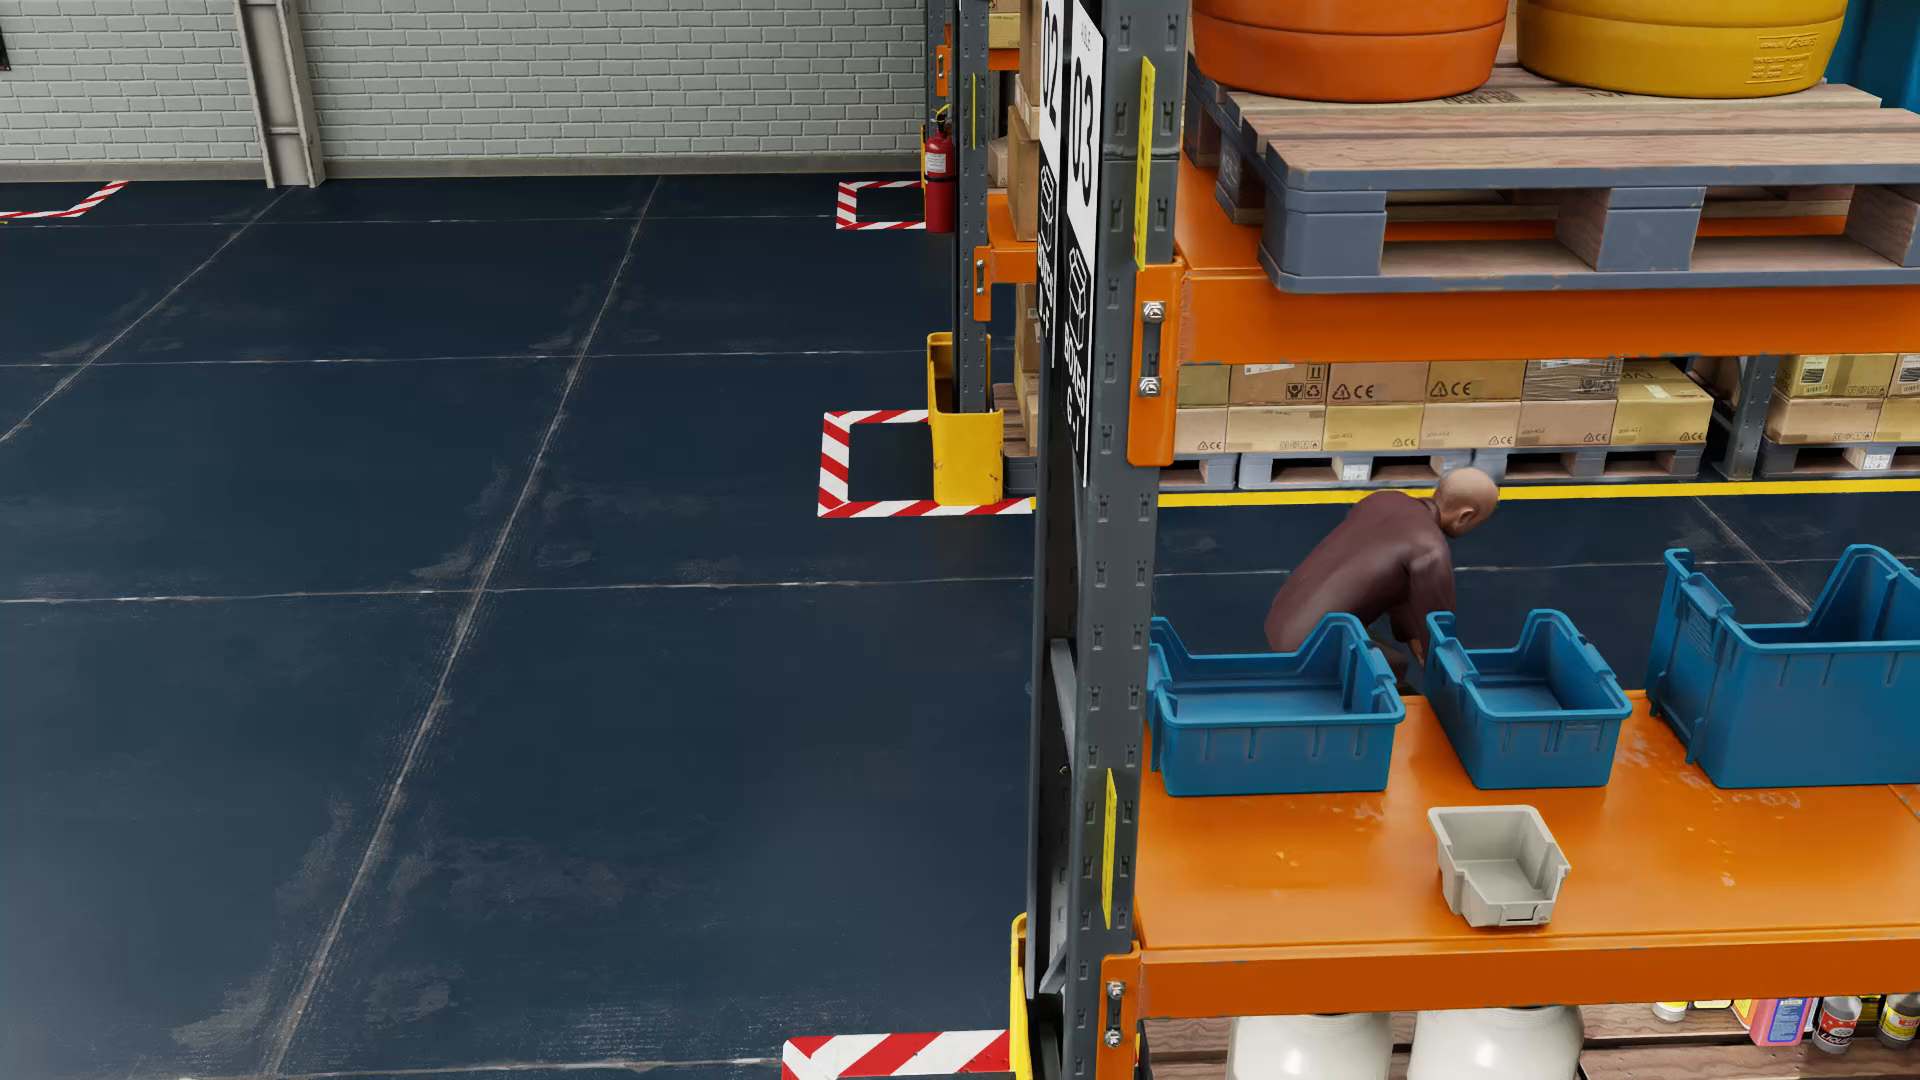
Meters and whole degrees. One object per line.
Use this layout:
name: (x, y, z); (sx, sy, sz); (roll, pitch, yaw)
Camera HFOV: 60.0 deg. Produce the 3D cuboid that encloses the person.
person: (1.471, 0.385, 5.985); (0.776, 1.233, 0.634); (-1, 27, -3)
